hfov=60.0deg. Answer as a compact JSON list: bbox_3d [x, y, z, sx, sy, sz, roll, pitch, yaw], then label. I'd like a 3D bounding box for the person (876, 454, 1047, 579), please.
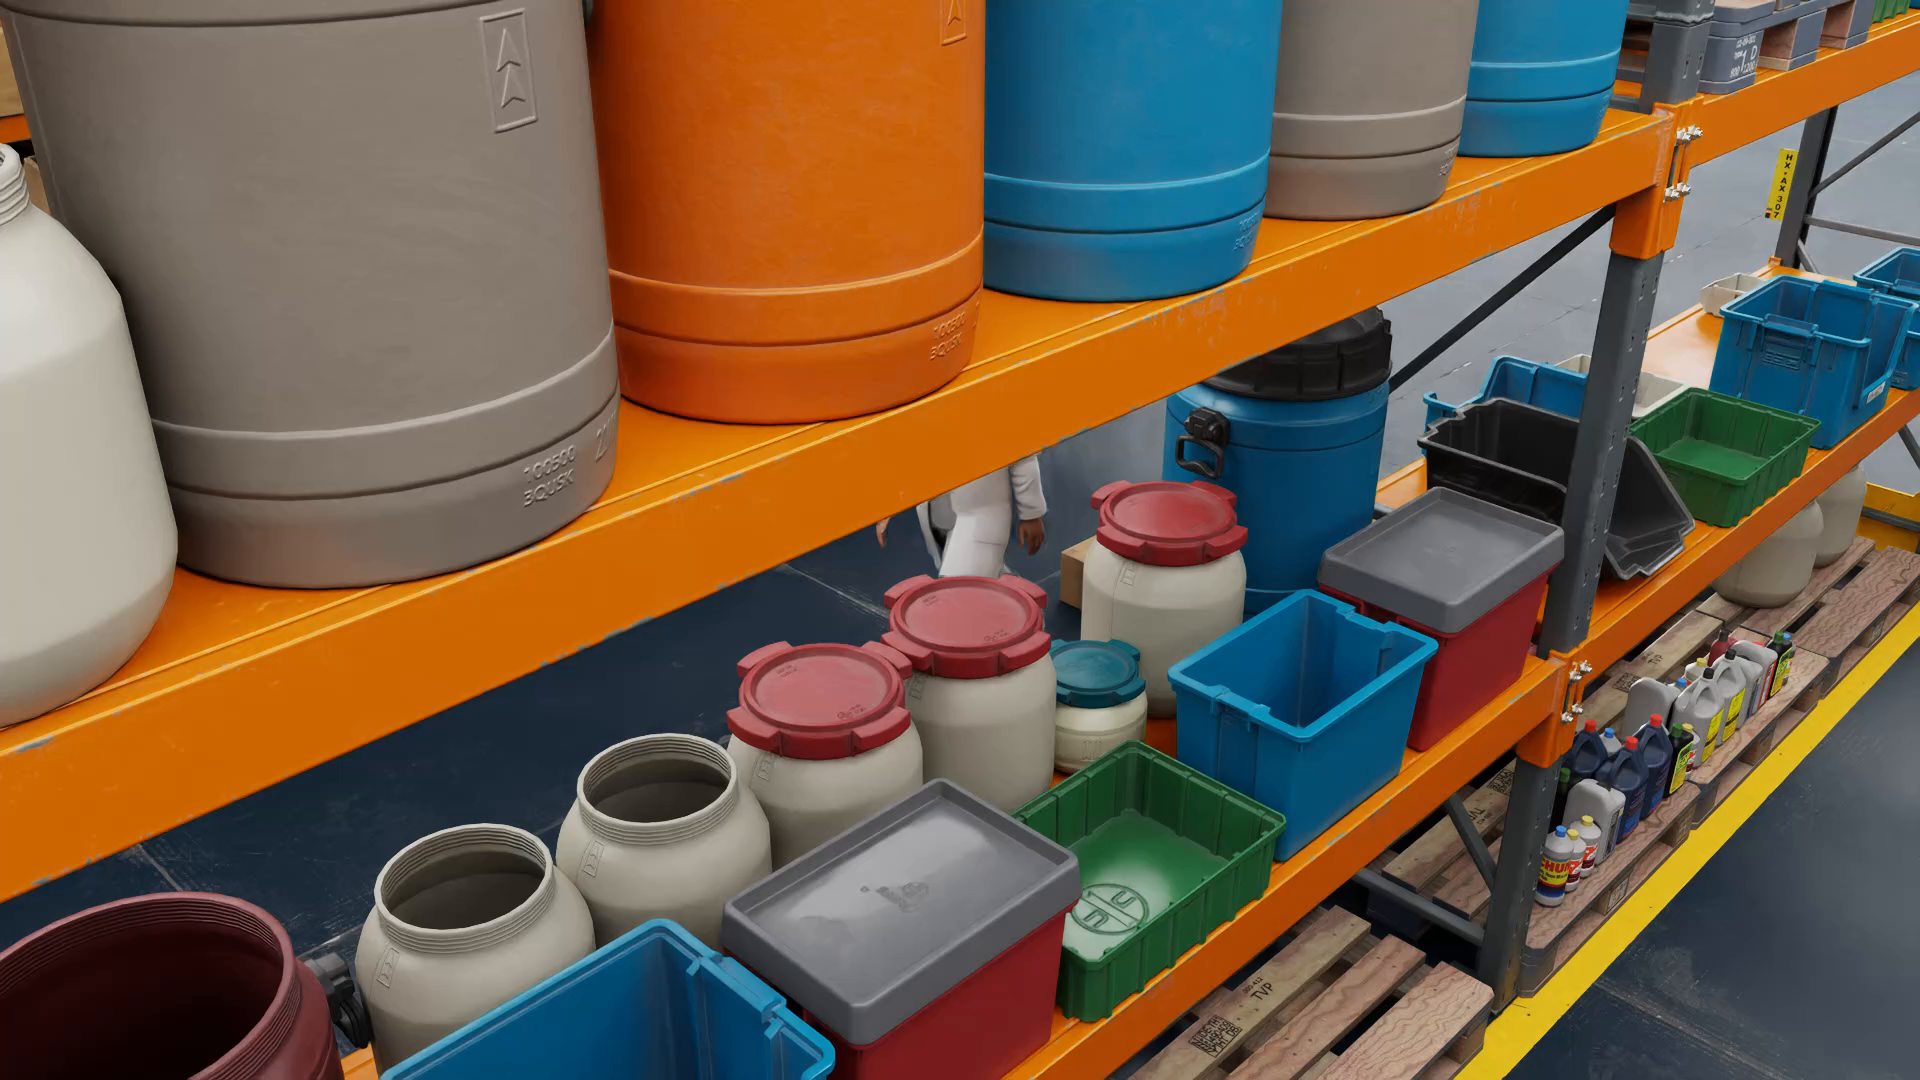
[{"bbox_3d":[-0.006,-0.126,6.398,0.613,1.724,1.153,19,33,33],"label":"person"}]
